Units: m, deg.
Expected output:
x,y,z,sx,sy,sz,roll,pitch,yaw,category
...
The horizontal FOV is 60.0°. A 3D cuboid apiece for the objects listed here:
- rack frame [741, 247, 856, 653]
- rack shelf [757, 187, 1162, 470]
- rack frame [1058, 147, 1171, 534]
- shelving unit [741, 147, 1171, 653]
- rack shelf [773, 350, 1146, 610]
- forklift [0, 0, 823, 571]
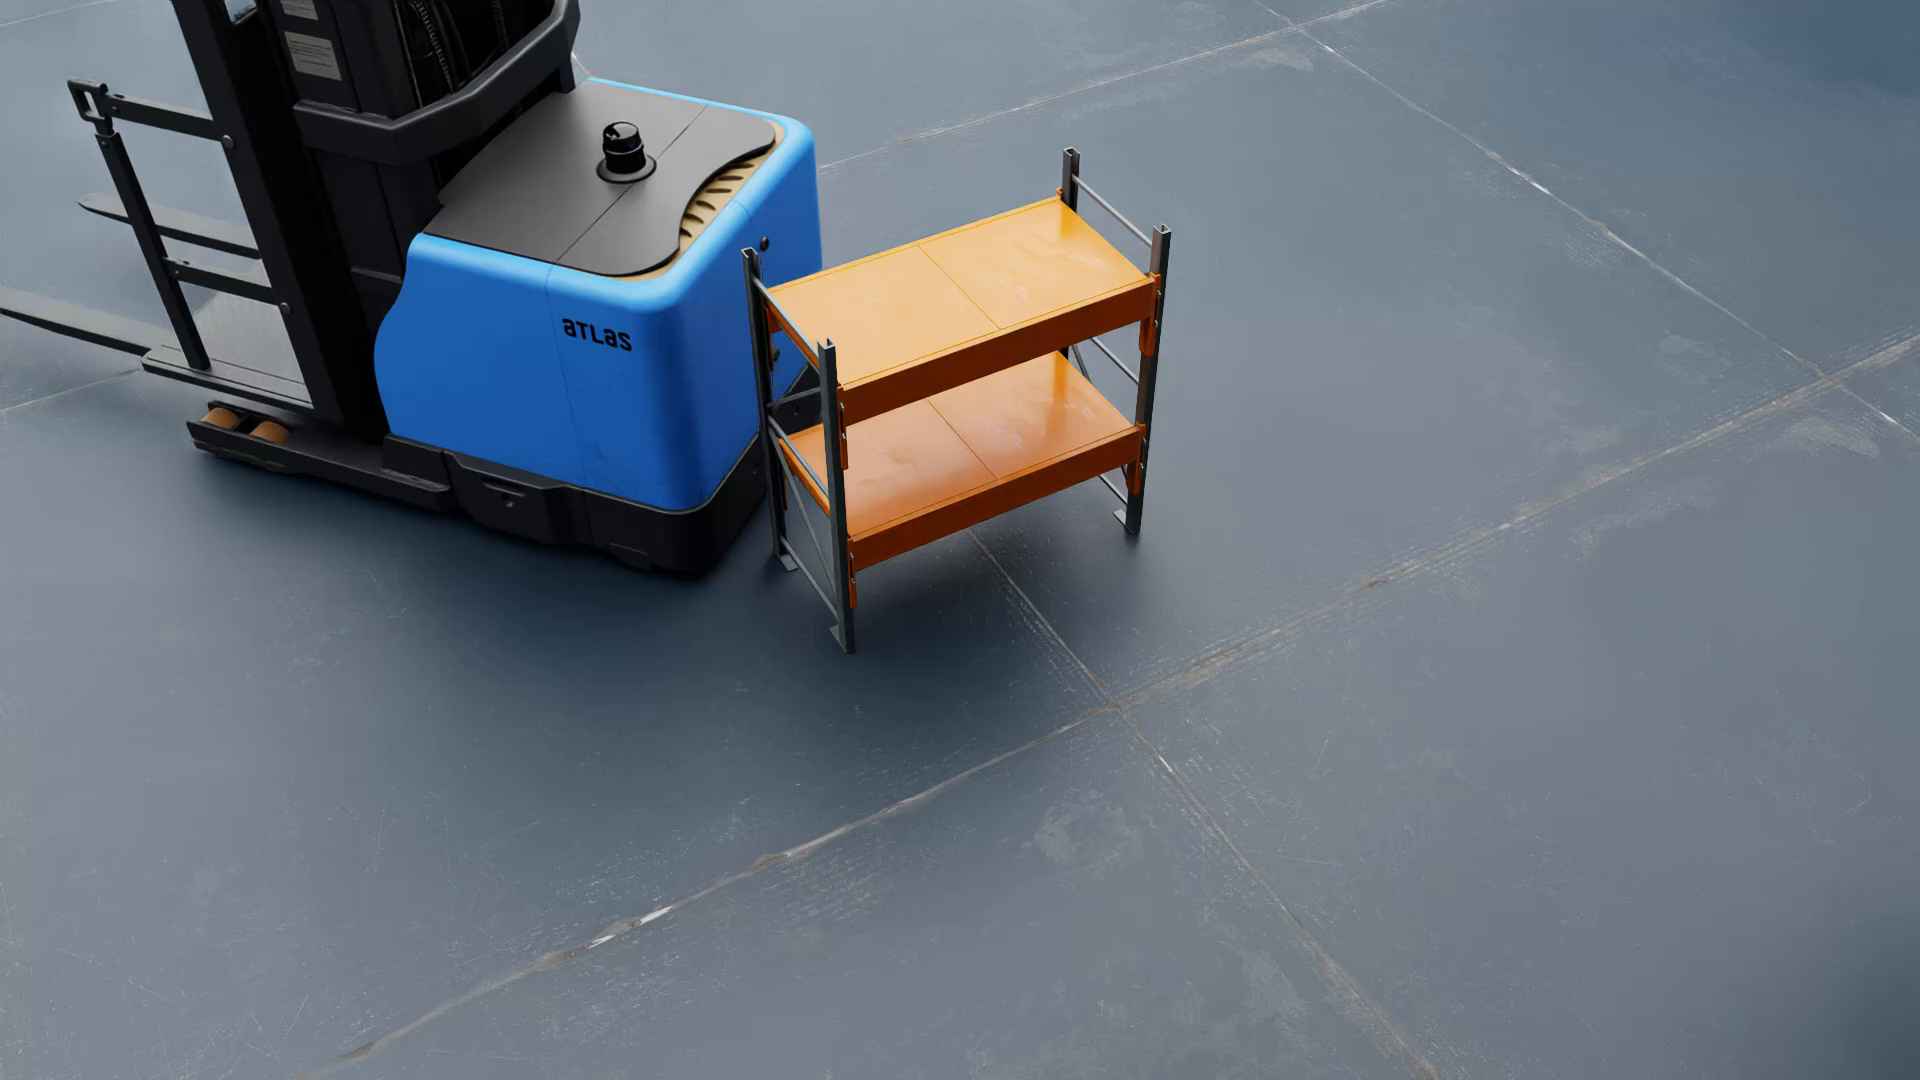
x,y,z,sx,sy,sz,roll,pitch,yaw,category
-0.447,-0.225,4.674,0.032,1.125,0.500,-22,48,-21,rack frame
-0.006,-0.611,4.652,1.000,0.278,0.538,-22,48,-21,rack shelf
0.435,-0.578,5.038,0.032,1.125,0.500,-22,48,-21,rack frame
-0.006,-0.401,4.856,1.048,1.125,0.538,-22,48,-21,shelving unit
-0.006,-0.226,5.026,1.000,0.278,0.538,-22,48,-21,rack shelf
-1.997,-1.602,4.796,3.031,2.935,1.130,15,46,15,forklift
